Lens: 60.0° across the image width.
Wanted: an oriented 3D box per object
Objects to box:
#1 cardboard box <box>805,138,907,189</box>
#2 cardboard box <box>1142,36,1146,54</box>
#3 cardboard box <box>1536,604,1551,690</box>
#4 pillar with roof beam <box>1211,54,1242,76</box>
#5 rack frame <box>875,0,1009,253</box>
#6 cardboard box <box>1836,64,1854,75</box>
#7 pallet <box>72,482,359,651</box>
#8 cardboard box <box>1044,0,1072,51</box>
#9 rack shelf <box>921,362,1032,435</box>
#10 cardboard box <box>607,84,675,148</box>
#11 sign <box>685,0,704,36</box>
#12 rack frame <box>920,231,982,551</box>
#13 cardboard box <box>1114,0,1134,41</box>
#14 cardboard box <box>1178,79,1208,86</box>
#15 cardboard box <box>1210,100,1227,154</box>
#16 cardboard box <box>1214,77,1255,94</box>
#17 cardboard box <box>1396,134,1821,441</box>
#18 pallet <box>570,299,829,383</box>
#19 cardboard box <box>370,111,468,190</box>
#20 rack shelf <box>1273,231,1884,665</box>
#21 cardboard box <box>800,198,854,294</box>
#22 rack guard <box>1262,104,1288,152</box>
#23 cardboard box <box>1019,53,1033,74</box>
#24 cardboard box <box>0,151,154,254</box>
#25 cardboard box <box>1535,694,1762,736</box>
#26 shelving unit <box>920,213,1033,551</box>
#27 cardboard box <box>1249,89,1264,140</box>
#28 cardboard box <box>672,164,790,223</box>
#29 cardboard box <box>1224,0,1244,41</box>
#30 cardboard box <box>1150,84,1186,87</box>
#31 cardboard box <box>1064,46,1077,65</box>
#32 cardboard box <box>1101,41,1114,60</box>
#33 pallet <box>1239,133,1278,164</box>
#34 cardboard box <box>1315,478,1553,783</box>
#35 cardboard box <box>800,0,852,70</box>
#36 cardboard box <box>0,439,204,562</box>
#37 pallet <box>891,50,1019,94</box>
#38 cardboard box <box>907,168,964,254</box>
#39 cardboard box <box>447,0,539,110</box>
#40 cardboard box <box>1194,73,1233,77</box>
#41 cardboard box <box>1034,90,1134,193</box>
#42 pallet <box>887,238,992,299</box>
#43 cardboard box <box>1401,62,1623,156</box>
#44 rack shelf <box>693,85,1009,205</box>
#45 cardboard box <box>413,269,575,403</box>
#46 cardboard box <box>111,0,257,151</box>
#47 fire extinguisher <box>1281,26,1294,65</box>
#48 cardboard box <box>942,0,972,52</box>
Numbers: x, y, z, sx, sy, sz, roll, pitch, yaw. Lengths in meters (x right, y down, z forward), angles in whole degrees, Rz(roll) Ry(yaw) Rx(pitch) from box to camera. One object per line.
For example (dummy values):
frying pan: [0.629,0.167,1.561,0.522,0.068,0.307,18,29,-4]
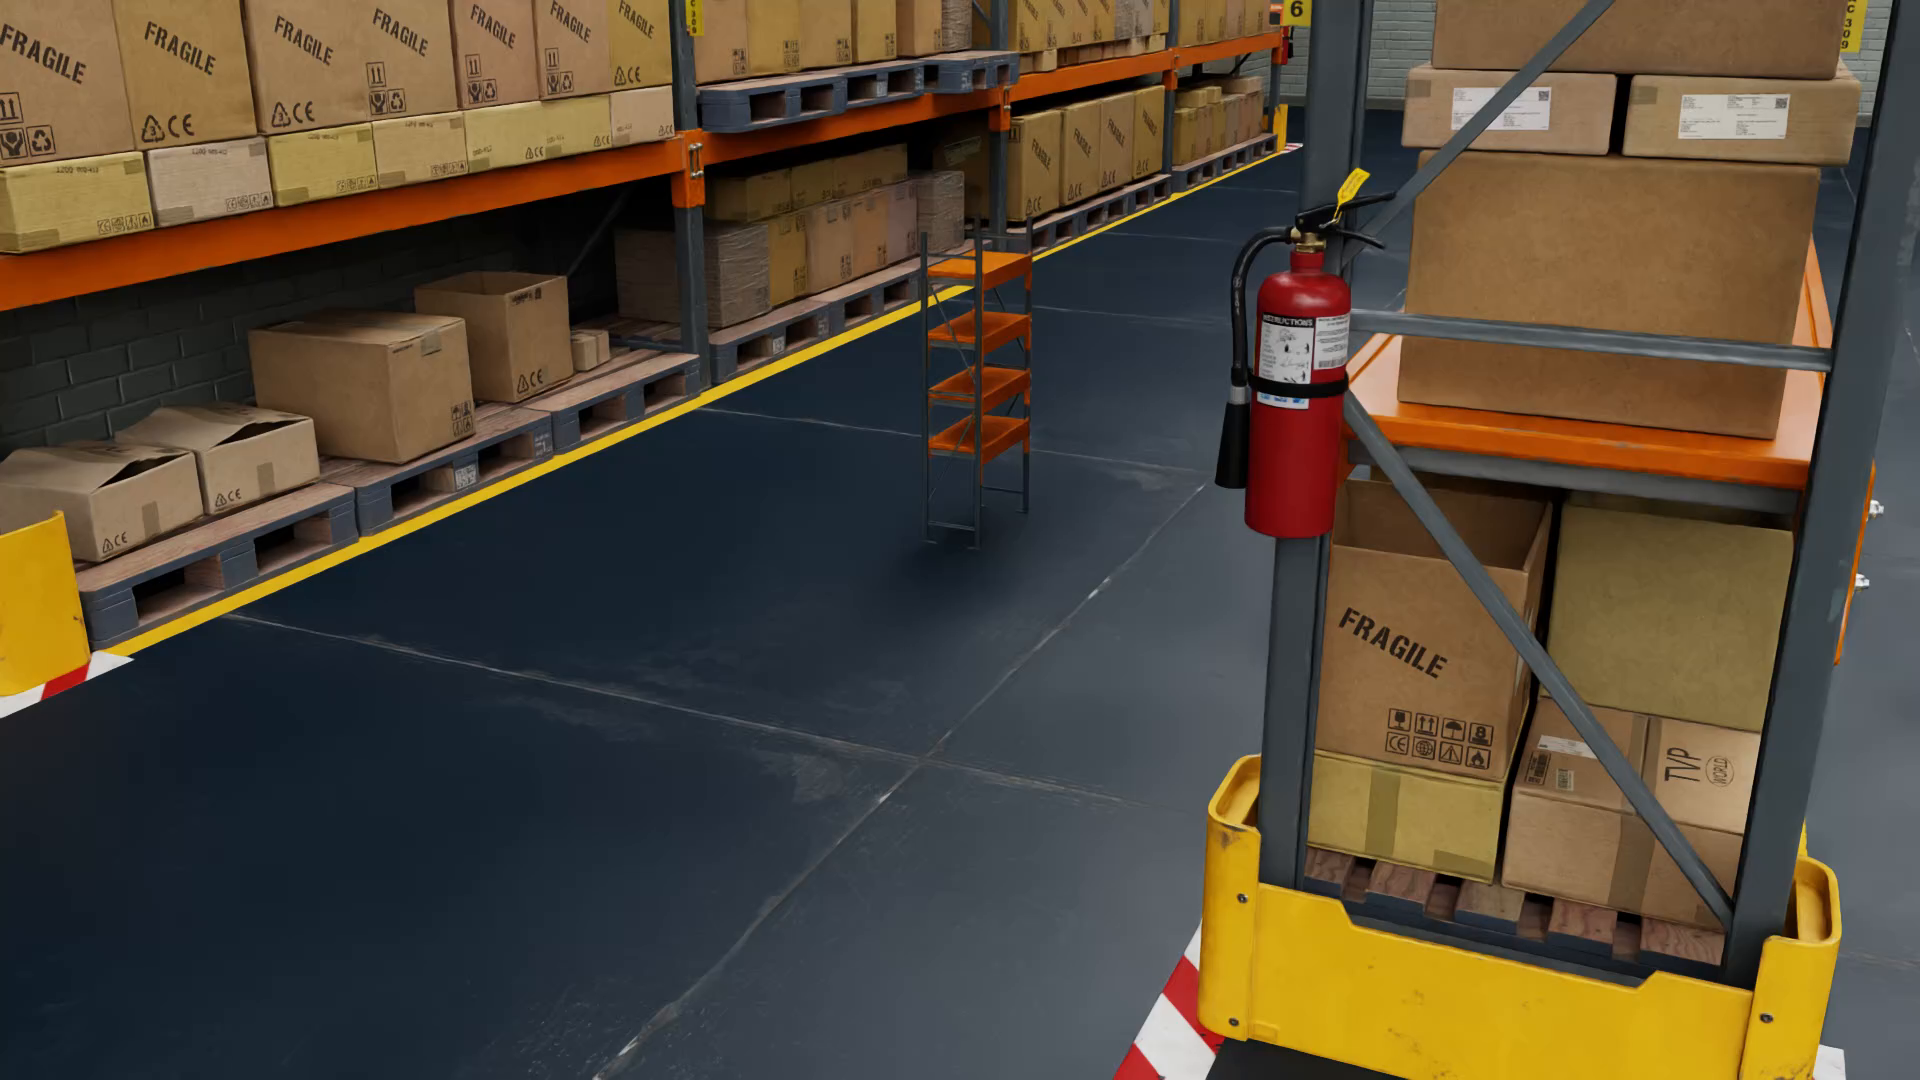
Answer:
cardboard box: [-0.681,-2.469,10.889,0.500,0.250,0.500,9,21,24]
cardboard box: [1.386,-4.297,14.420,0.380,0.149,0.250,9,22,24]
cardboard box: [1.449,0.231,4.820,0.500,0.250,0.500,9,21,23]
pillar with roof beam: [7.377,-9.104,18.639,9.100,9.000,0.400,9,21,23]
rack frame: [-0.143,-3.479,11.774,1.000,3.000,0.127,9,21,23]
cardboard box: [1.565,-0.879,3.346,0.380,0.149,0.250,8,21,21]
pallet: [-3.023,0.014,6.115,1.003,0.211,1.213,9,21,23]
cardboard box: [0.513,-3.948,12.469,0.500,0.500,0.500,9,22,24]
rack shelf: [0.068,-0.553,6.433,0.258,0.148,0.480,9,21,23]
cardboard box: [-1.698,-2.008,7.833,0.500,0.250,0.500,9,21,23]
sign: [-1.282,-2.592,7.988,0.100,0.325,0.005,9,21,23]
rack frame: [-0.032,-0.541,6.200,0.240,1.200,0.015,9,21,23]
cardboard box: [1.123,-4.413,13.777,0.500,0.500,0.500,9,21,23]
cardboard box: [2.394,-4.779,17.565,0.380,0.149,0.250,9,21,23]
cardboard box: [2.316,-4.246,17.035,0.700,0.500,0.500,9,22,24]
cardboard box: [2.948,-4.880,17.849,0.380,0.149,0.250,9,22,24]
cardboard box: [1.305,-0.543,3.369,0.700,0.500,0.500,9,21,23]
pallet: [-1.463,-1.180,9.473,1.003,0.211,1.213,9,21,23]
cardboard box: [-2.306,-1.547,6.537,0.500,0.250,0.500,9,21,23]
rack shelf: [1.921,-0.627,4.829,1.077,0.370,4.000,9,21,23]
cardboard box: [-1.083,-1.828,10.207,0.700,0.500,0.500,9,21,23]
rack guard: [3.143,-4.754,19.090,1.175,0.500,0.348,9,21,23]
cardboard box: [0.315,-3.515,12.220,0.380,0.149,0.250,9,21,23]
cardboard box: [-2.929,-1.078,5.216,0.500,0.250,0.500,8,21,21]
cardboard box: [1.726,0.456,4.186,0.500,0.250,0.500,9,21,23]
shelving unit: [0.068,-0.616,6.410,0.258,1.200,0.503,9,21,23]
cardboard box: [2.938,-4.717,18.359,0.700,0.500,0.500,9,21,23]
cardboard box: [-1.317,-2.001,9.574,0.500,0.250,0.500,8,21,22]
cardboard box: [2.325,-5.453,16.877,0.980,0.700,0.700,7,21,20]
cardboard box: [2.080,-4.544,16.905,0.380,0.149,0.250,9,21,23]
cardboard box: [0.705,-3.836,13.123,0.380,0.149,0.250,9,21,24]
cardboard box: [1.055,-4.068,13.776,0.380,0.149,0.250,8,21,21]
pallet: [2.877,-4.355,18.400,1.003,0.211,1.213,9,21,23]
cardboard box: [1.050,0.185,3.830,0.500,0.500,0.500,9,21,23]
cardboard box: [-1.065,-3.037,9.725,0.700,0.500,0.500,12,23,30]
cardboard box: [-3.053,-0.173,5.834,0.500,0.311,0.500,6,20,17]
pallet: [-0.337,-3.156,11.153,1.213,0.211,1.003,9,21,23]
cardboard box: [-0.390,-2.281,11.480,0.700,0.500,0.500,9,21,23]
cardboard box: [-2.107,-2.055,6.846,0.500,0.500,0.500,8,21,21]
cardboard box: [2.807,-5.088,18.435,0.380,0.149,0.250,9,21,23]
cardboard box: [0.986,-3.398,14.128,0.750,0.750,0.750,9,22,24]
pallet: [-0.464,-1.926,11.570,1.003,0.211,1.213,9,21,23]
cardboard box: [1.085,-0.850,3.266,0.380,0.149,0.250,8,21,22]
rack shelf: [-0.962,-2.528,10.175,1.077,0.370,4.000,9,21,23]
cardboard box: [-2.169,-0.963,7.773,0.500,0.500,0.500,7,21,19]
cardboard box: [-2.737,-1.580,5.509,0.500,0.500,0.500,9,21,23]
fire extinguisher: [3.616,-5.695,18.678,0.296,0.674,0.183,9,21,23]
cardboard box: [-0.326,-3.588,11.276,0.700,0.500,0.500,6,20,16]
